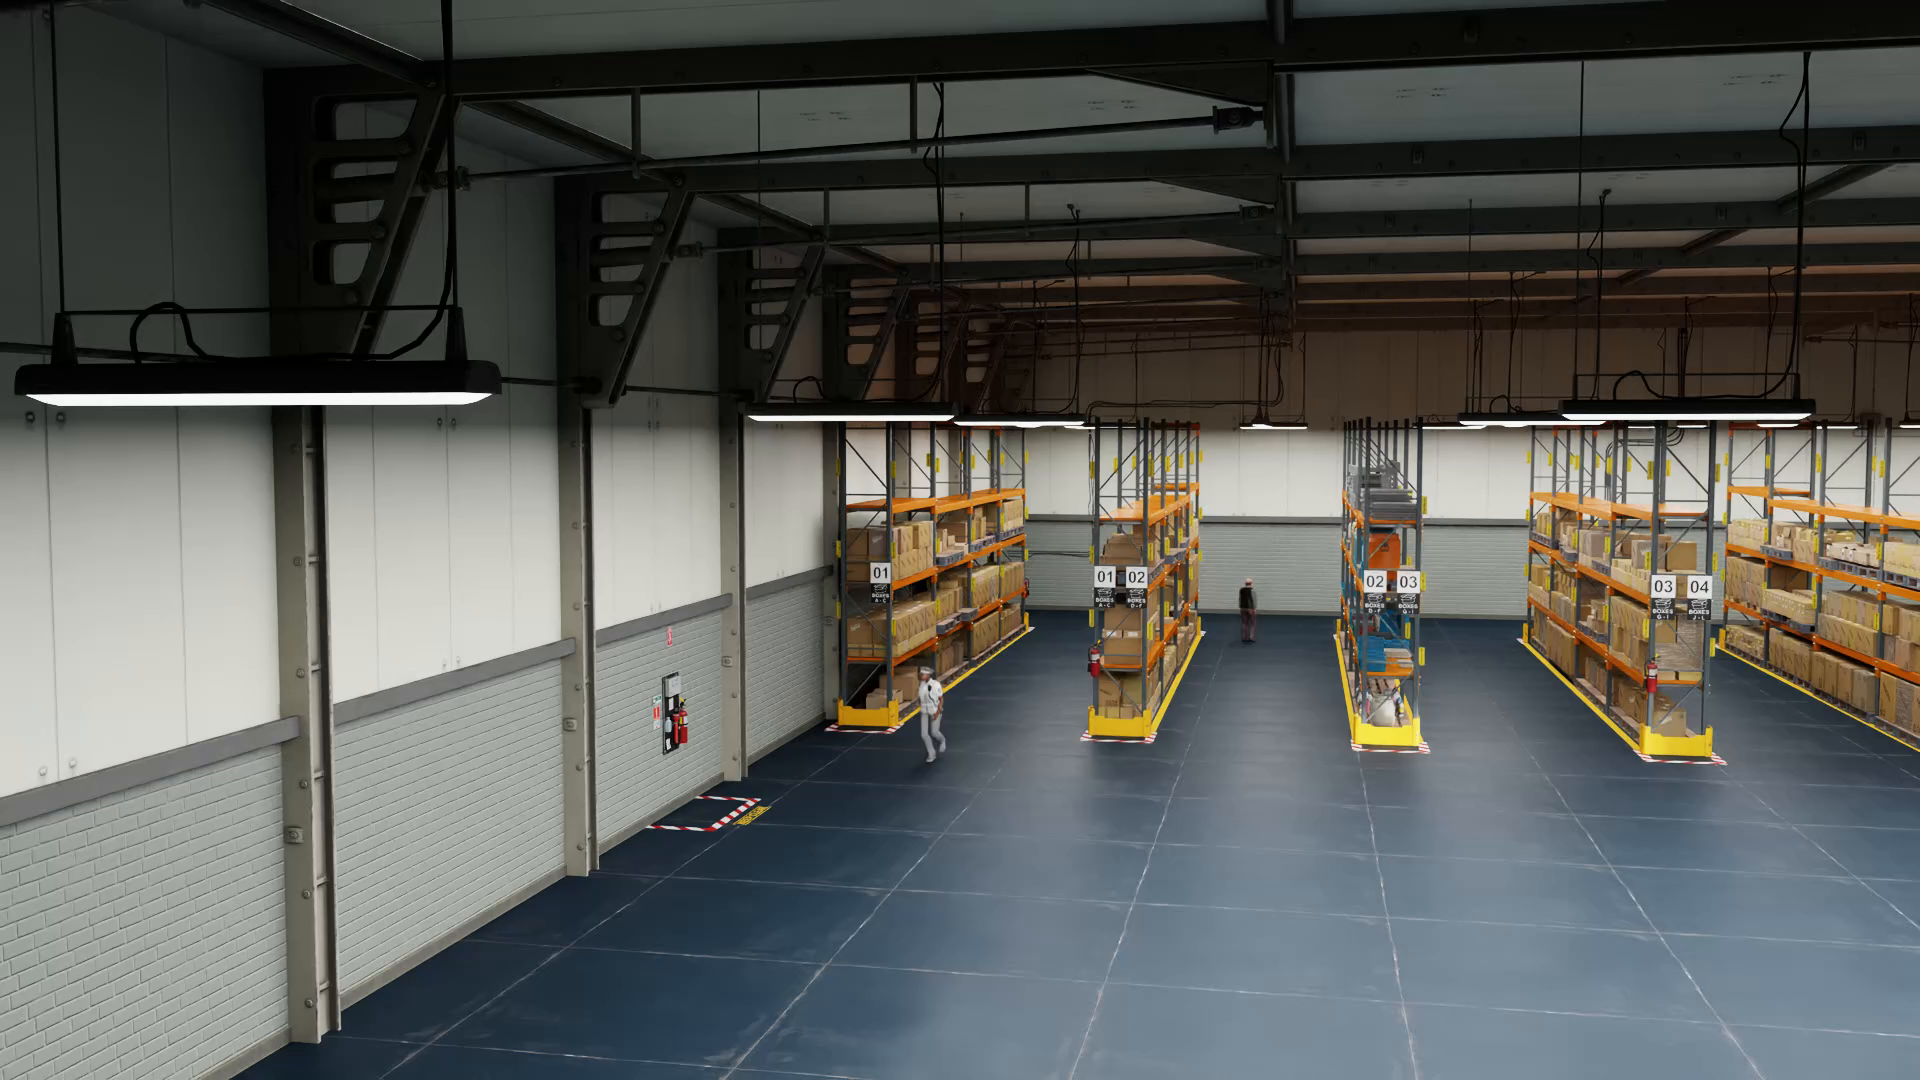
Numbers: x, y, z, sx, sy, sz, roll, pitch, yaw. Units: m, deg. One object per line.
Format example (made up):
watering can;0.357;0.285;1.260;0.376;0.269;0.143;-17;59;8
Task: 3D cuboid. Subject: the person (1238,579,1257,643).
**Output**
person;7.837;1.946;45.339;0.577;1.789;0.369;3;5;37

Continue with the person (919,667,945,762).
person;-0.485;3.023;29.051;0.506;1.651;0.563;2;4;30
